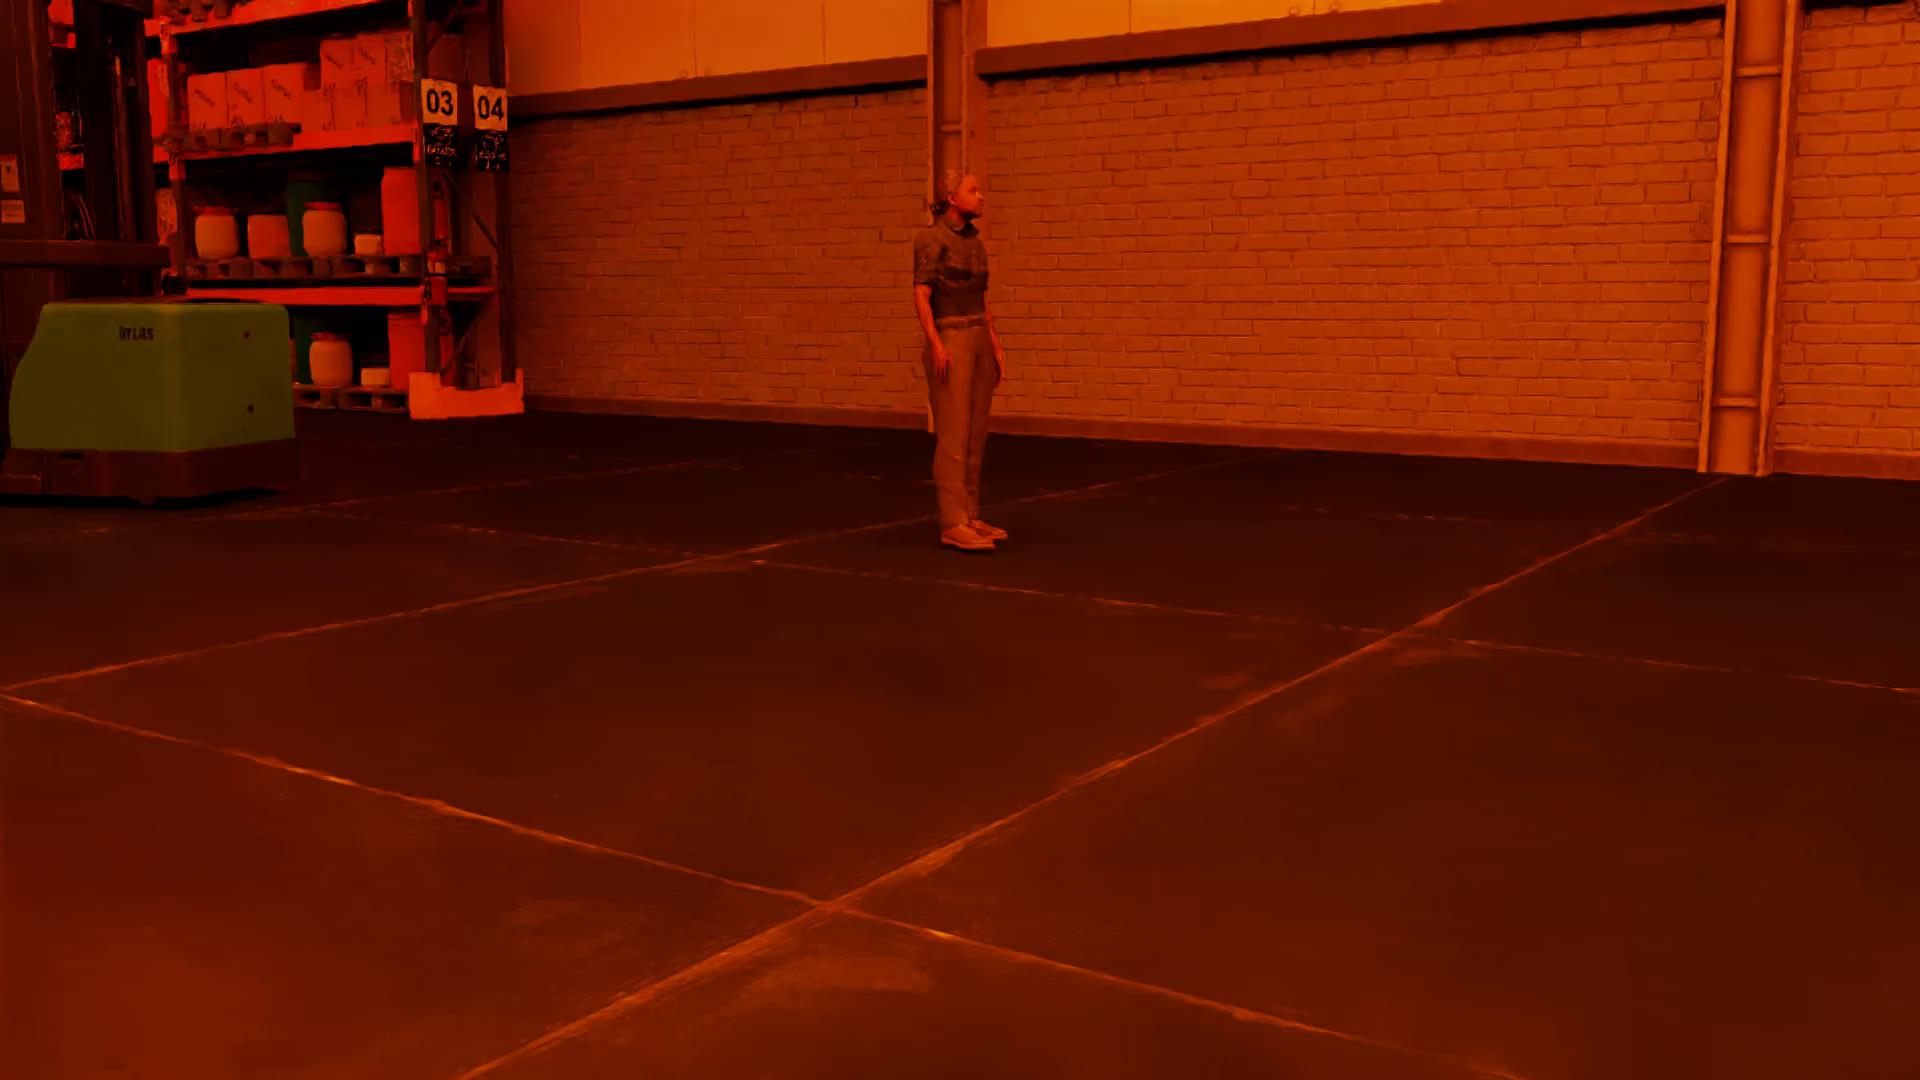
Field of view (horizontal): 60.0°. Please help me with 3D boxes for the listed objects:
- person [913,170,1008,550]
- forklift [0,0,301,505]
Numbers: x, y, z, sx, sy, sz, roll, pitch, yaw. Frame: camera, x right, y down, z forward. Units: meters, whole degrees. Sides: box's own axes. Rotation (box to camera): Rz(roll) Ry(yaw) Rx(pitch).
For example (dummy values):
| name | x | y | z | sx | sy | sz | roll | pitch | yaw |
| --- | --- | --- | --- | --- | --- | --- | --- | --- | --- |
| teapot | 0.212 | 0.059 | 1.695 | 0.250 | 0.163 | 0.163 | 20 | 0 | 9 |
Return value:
| name | x | y | z | sx | sy | sz | roll | pitch | yaw |
| --- | --- | --- | --- | --- | --- | --- | --- | --- | --- |
| person | 0.062 | -0.817 | 7.421 | 0.503 | 1.654 | 0.570 | 5 | 10 | 34 |
| forklift | -5.369 | -1.721 | 9.292 | 3.031 | 2.935 | 1.130 | 2 | 8 | 14 |
